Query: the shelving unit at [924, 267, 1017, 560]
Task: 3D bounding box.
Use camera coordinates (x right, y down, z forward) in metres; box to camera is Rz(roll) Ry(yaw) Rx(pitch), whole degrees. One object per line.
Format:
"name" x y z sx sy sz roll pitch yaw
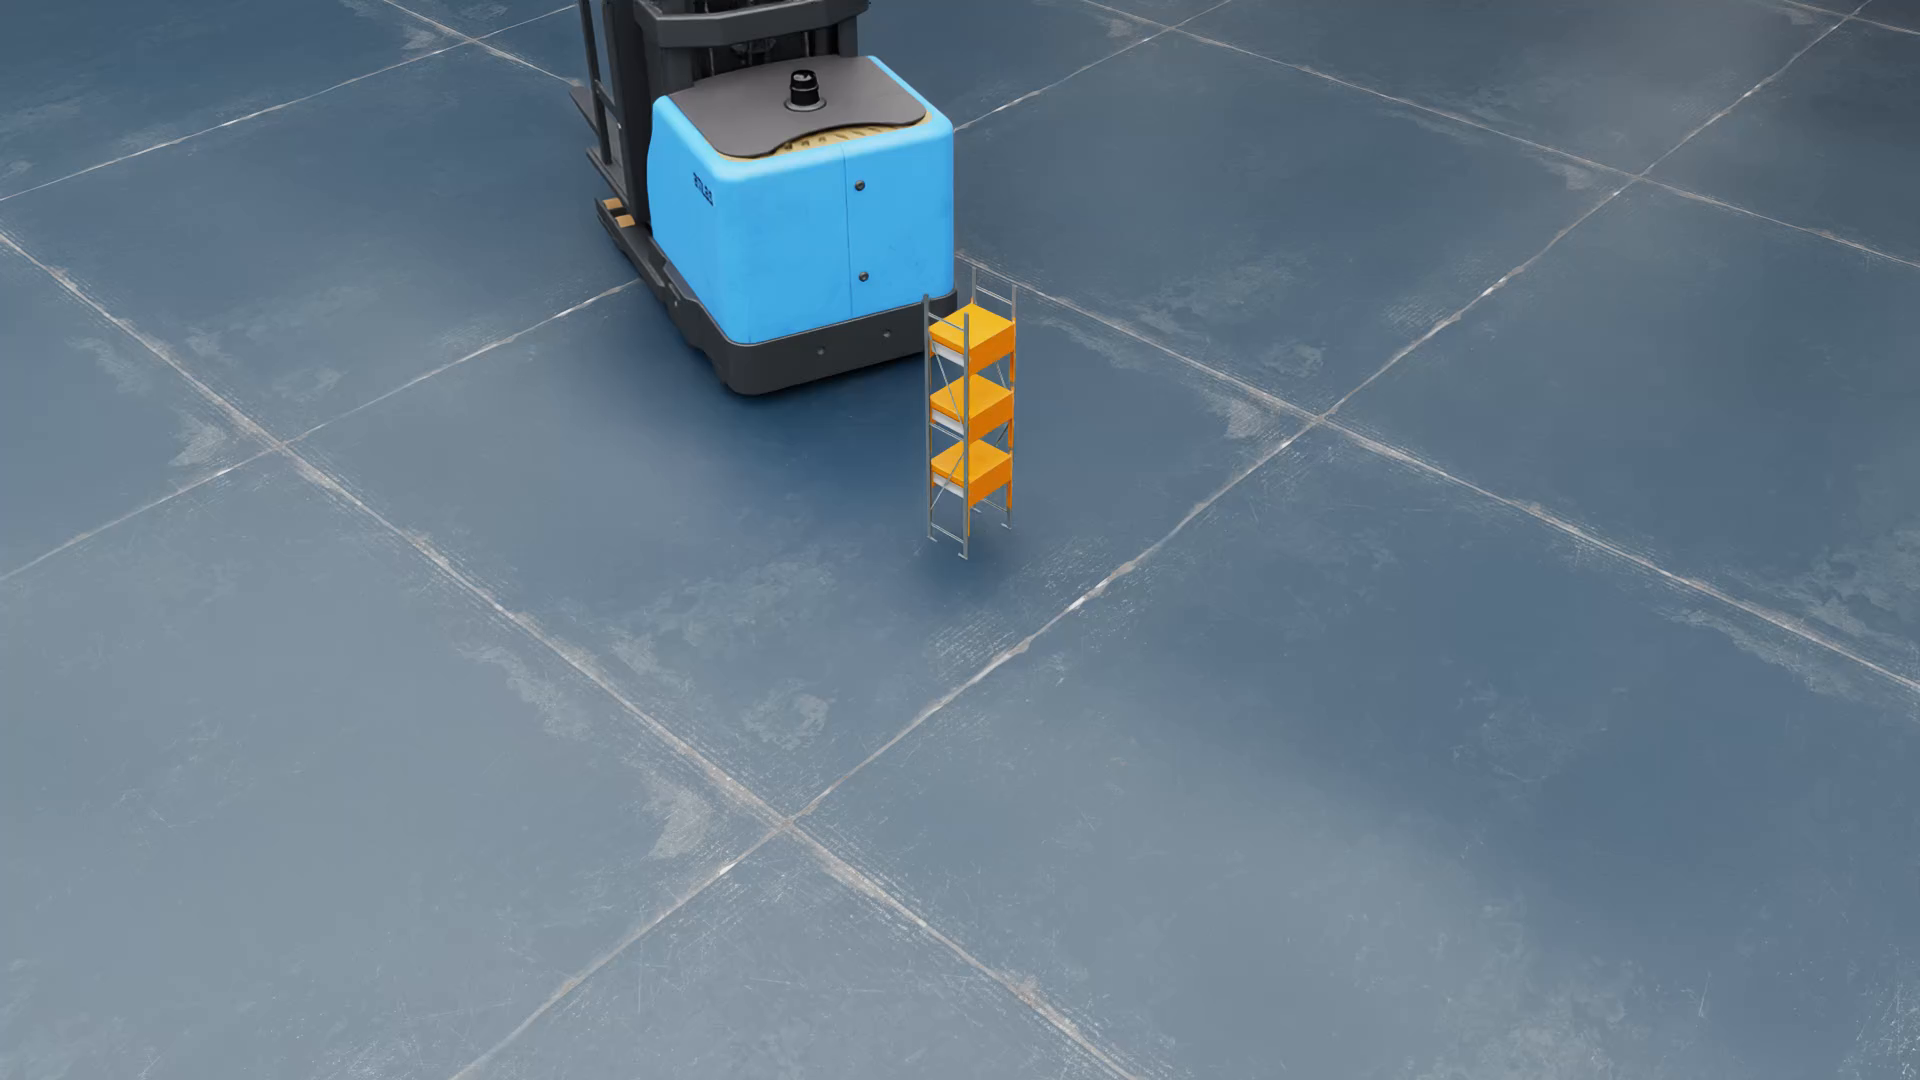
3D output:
"shelving unit" 0.036 -0.436 5.954 0.215 1.050 0.252 30 47 32

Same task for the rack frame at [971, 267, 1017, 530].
"rack frame" 0.118 -0.492 6.025 0.200 1.050 0.008 30 47 32

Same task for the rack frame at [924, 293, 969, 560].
"rack frame" -0.046 -0.379 5.884 0.200 1.050 0.008 30 47 32

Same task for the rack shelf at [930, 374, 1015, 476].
"rack shelf" 0.036 -0.427 5.961 0.215 0.259 0.240 30 47 32

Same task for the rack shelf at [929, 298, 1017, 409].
"rack shelf" 0.036 -0.649 5.784 0.215 0.259 0.240 30 47 32

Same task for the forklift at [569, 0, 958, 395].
"forklift" -1.122 -2.657 7.236 1.130 2.935 3.031 -17 42 -21

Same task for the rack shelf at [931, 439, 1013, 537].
"rack shelf" 0.036 -0.210 6.134 0.215 0.259 0.240 30 47 32
